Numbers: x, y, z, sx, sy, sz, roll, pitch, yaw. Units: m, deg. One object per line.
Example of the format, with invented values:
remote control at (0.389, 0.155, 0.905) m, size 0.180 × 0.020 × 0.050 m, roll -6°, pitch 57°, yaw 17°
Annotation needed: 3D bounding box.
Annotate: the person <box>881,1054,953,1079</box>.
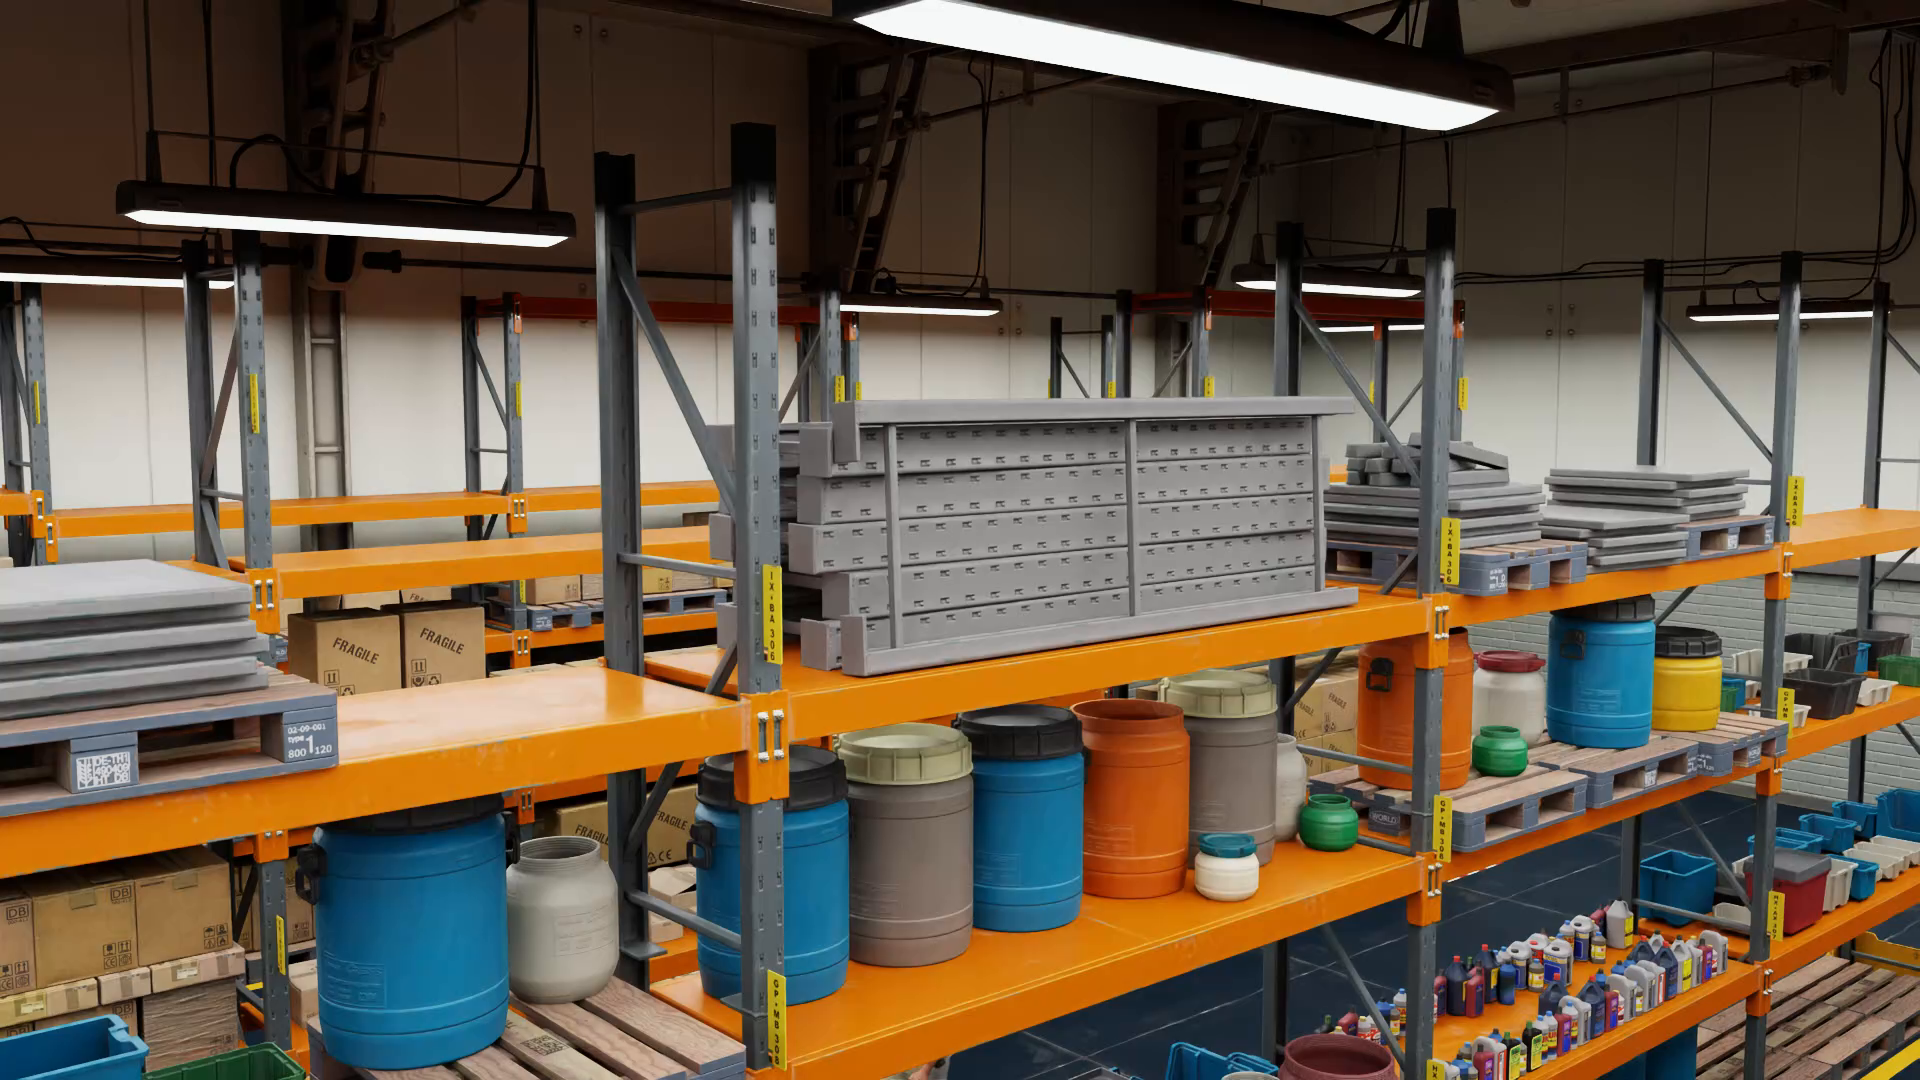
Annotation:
person at (-0.300, 3.329, 10.508) m, size 0.546 × 1.809 × 0.585 m, roll -4°, pitch 7°, yaw -39°
